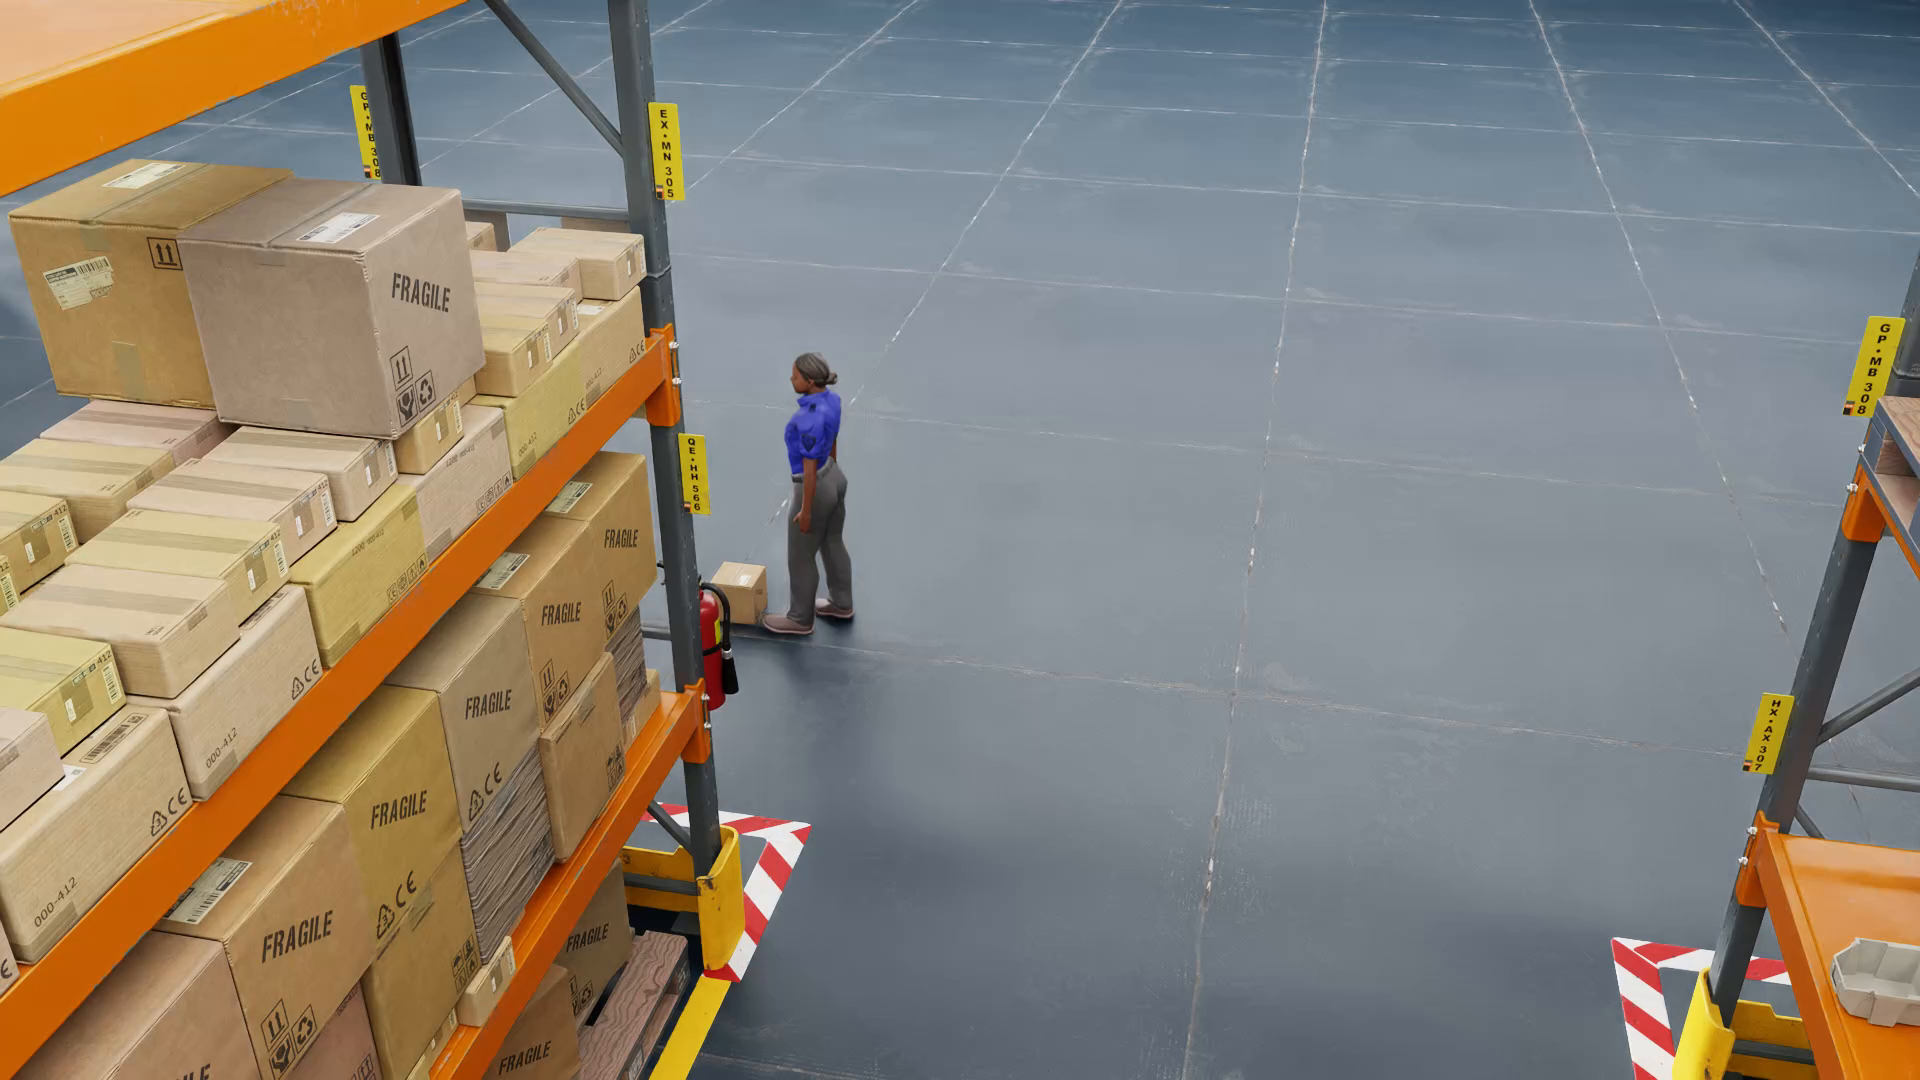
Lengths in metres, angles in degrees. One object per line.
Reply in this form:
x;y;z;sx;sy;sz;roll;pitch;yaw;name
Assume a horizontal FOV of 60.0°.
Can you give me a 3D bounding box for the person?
-0.857;-0.263;9.087;0.472;1.658;0.456;6;30;11;person
